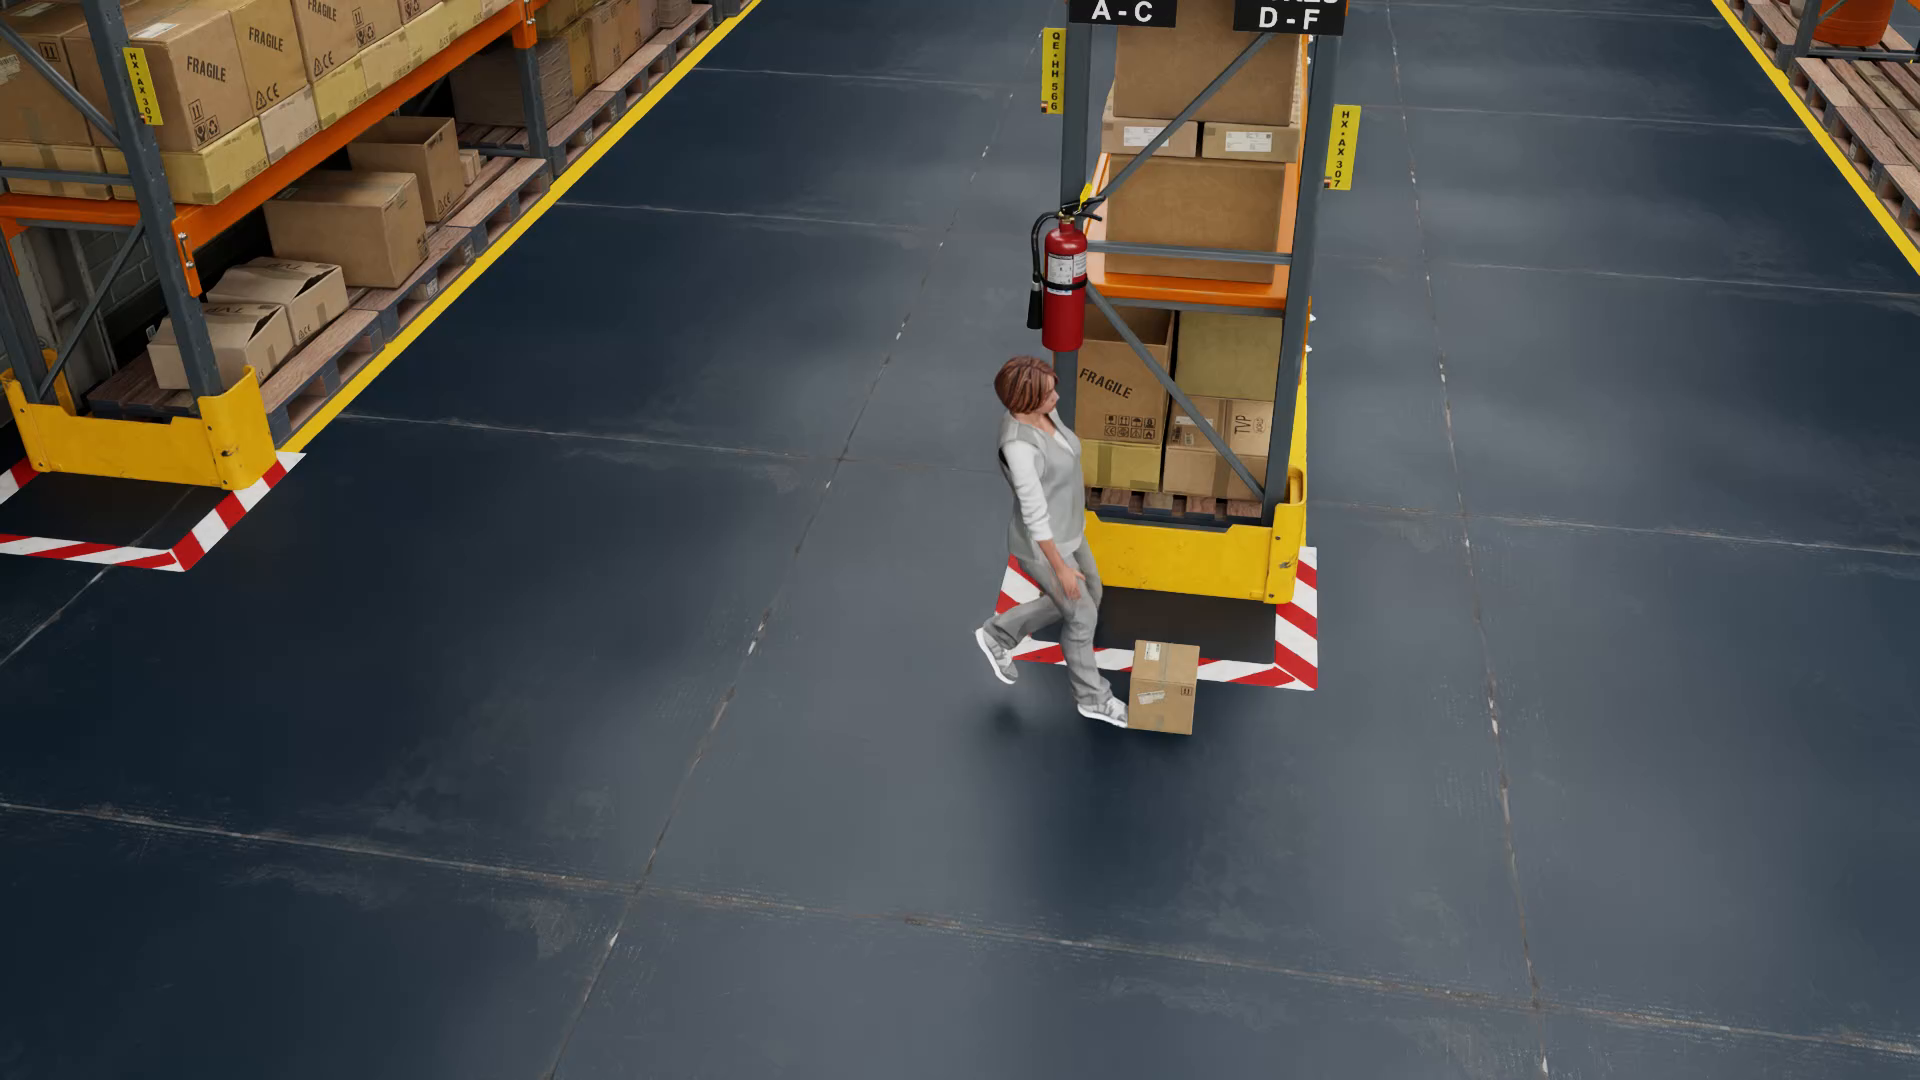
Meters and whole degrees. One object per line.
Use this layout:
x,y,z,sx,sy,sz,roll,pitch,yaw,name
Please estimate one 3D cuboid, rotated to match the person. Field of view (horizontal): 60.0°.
0.393,0.005,6.180,0.694,1.563,0.453,7,33,10,person
